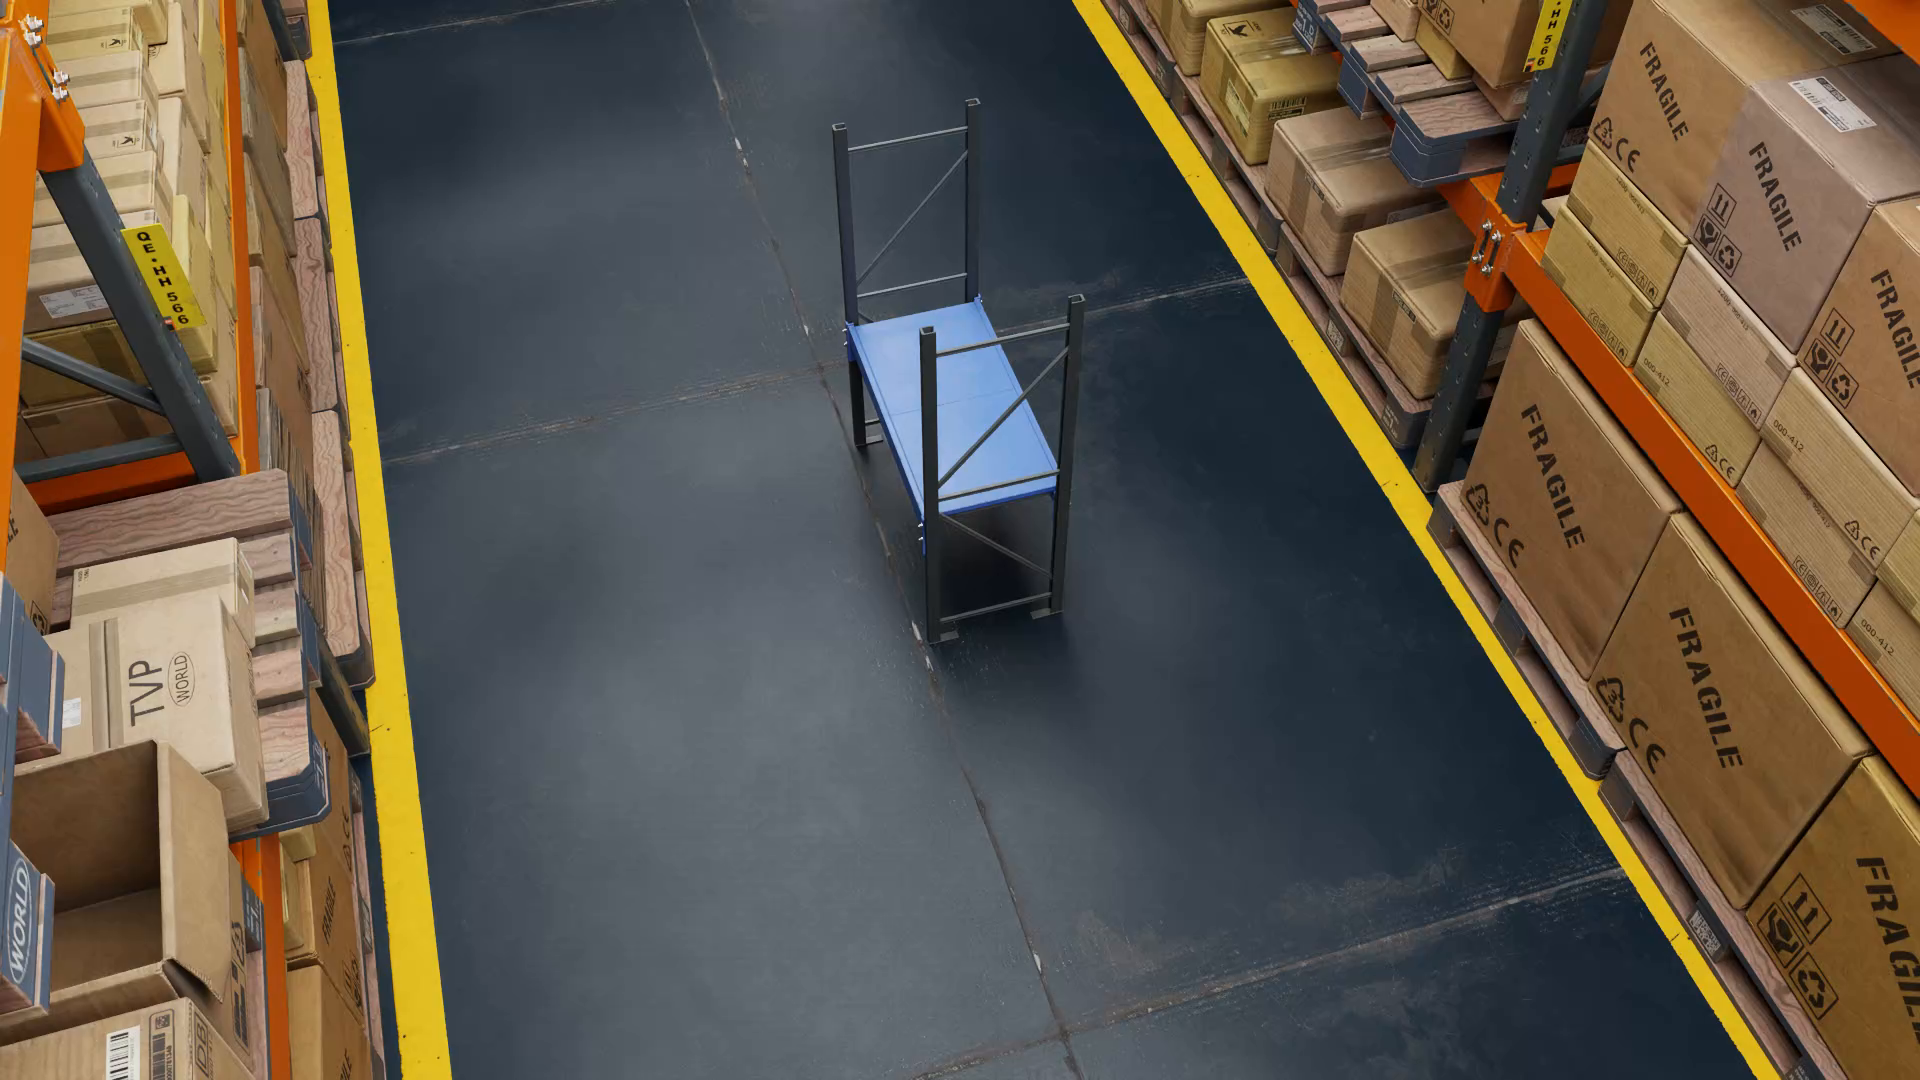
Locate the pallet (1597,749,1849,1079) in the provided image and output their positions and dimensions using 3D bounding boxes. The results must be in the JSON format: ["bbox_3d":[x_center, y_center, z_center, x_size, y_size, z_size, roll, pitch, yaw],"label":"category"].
[{"bbox_3d":[2.767,1.085,5.197,1.003,0.211,1.213,-13,51,-11],"label":"pallet"}]

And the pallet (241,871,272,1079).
[{"bbox_3d":[-1.912,1.310,3.309,1.003,0.211,1.213,-13,51,-11],"label":"pallet"}]

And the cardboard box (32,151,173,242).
[{"bbox_3d":[-2.385,-0.907,4.563,0.380,0.149,0.250,-12,51,-10],"label":"cardboard box"}]

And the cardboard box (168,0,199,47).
[{"bbox_3d":[-2.850,-1.783,5.562,0.500,0.250,0.500,-13,51,-10],"label":"cardboard box"}]

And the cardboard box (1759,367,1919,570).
[{"bbox_3d":[2.450,-0.239,4.260,0.500,0.250,0.500,-13,51,-11],"label":"cardboard box"}]

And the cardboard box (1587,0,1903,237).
[{"bbox_3d":[2.161,-1.235,4.610,0.500,0.500,0.500,-15,51,-12],"label":"cardboard box"}]

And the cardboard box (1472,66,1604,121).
[{"bbox_3d":[1.927,-1.537,5.473,0.380,0.149,0.250,-12,51,-10],"label":"cardboard box"}]

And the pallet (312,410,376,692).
[{"bbox_3d":[-2.698,0.117,6.013,1.003,0.211,1.213,-13,51,-11],"label":"pallet"}]

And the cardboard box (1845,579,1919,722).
[{"bbox_3d":[2.621,0.282,4.149,0.500,0.250,0.500,-13,51,-11],"label":"cardboard box"}]

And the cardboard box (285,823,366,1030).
[{"bbox_3d":[-2.024,1.127,4.698,0.500,0.500,0.500,-14,51,-12],"label":"cardboard box"}]

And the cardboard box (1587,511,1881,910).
[{"bbox_3d":[2.633,0.429,5.042,0.875,0.875,0.875,-13,51,-11],"label":"cardboard box"}]

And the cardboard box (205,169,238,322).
[{"bbox_3d":[-2.534,-0.871,5.120,0.500,0.250,0.500,-14,51,-12],"label":"cardboard box"}]

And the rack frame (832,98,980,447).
[{"bbox_3d":[-0.176,-0.917,6.042,0.500,1.500,0.032,-13,51,-11],"label":"rack frame"}]

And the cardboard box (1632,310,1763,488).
[{"bbox_3d":[2.322,-0.463,4.776,0.500,0.250,0.500,-15,51,-12],"label":"cardboard box"}]

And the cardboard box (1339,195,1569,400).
[{"bbox_3d":[2.091,-1.000,6.575,0.950,0.372,0.625,-16,52,-13],"label":"cardboard box"}]

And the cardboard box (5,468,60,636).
[{"bbox_3d":[-2.489,0.072,3.887,0.500,0.500,0.500,-11,51,-9],"label":"cardboard box"}]

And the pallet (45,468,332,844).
[{"bbox_3d":[-2.224,0.370,4.102,1.213,0.211,1.003,-13,51,-11],"label":"pallet"}]

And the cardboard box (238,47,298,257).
[{"bbox_3d":[-3.288,-1.516,6.844,0.875,0.625,0.625,-14,51,-11],"label":"cardboard box"}]

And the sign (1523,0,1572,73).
[{"bbox_3d":[1.733,-1.514,4.859,0.100,0.325,0.005,-13,51,-11],"label":"sign"}]

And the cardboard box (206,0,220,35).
[{"bbox_3d":[-3.004,-2.000,6.072,0.500,0.250,0.500,-13,51,-11],"label":"cardboard box"}]

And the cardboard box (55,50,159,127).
[{"bbox_3d":[-2.575,-1.277,4.875,0.380,0.149,0.250,-13,51,-11],"label":"cardboard box"}]

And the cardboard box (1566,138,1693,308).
[{"bbox_3d":[2.162,-0.983,4.888,0.500,0.250,0.500,-14,51,-11],"label":"cardboard box"}]

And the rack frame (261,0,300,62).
[{"bbox_3d":[-3.675,-3.093,6.895,1.000,3.000,0.127,-13,51,-11],"label":"rack frame"}]

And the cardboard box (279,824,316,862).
[{"bbox_3d":[-1.994,0.786,4.562,0.380,0.149,0.250,-16,52,-13],"label":"cardboard box"}]

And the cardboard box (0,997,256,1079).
[{"bbox_3d":[-1.624,1.227,2.913,0.700,0.500,0.500,-14,51,-11],"label":"cardboard box"}]

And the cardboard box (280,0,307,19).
[{"bbox_3d":[-3.502,-2.770,8.147,0.500,0.250,0.500,-13,51,-11],"label":"cardboard box"}]

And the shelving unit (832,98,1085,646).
[{"bbox_3d":[-0.025,-0.546,5.729,0.538,1.500,1.048,-13,51,-11],"label":"shelving unit"}]

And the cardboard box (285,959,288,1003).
[{"bbox_3d":[-1.923,1.191,4.220,0.380,0.149,0.250,-12,51,-10],"label":"cardboard box"}]

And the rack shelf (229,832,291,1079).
[{"bbox_3d":[-1.901,1.521,3.476,1.077,0.370,4.000,-13,51,-11],"label":"rack shelf"}]

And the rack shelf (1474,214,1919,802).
[{"bbox_3d":[2.840,0.396,4.424,1.077,0.370,4.000,-13,51,-11],"label":"rack shelf"}]

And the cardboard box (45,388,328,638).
[{"bbox_3d":[-2.663,0.000,5.566,0.875,0.625,0.625,-12,51,-10],"label":"cardboard box"}]

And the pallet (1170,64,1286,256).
[{"bbox_3d":[1.662,-1.858,7.678,1.003,0.211,1.213,-13,51,-11],"label":"pallet"}]

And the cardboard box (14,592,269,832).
[{"bbox_3d":[-1.871,0.439,3.741,0.500,0.250,0.500,-15,52,-13],"label":"cardboard box"}]

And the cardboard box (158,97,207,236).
[{"bbox_3d":[-2.537,-1.029,4.927,0.500,0.250,0.500,-12,51,-10],"label":"cardboard box"}]

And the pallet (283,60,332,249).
[{"bbox_3d":[-3.420,-1.665,7.515,1.003,0.211,1.213,-13,51,-11],"label":"pallet"}]

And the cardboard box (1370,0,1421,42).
[{"bbox_3d":[1.661,-1.890,5.771,0.380,0.149,0.250,-14,51,-11],"label":"cardboard box"}]

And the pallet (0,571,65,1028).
[{"bbox_3d":[-1.745,0.595,1.947,1.213,0.211,1.003,-13,51,-11],"label":"pallet"}]

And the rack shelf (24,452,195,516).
[{"bbox_3d":[-3.083,-1.463,5.864,0.919,0.124,3.809,-13,51,-11],"label":"rack shelf"}]

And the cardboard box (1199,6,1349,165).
[{"bbox_3d":[1.646,-2.092,7.496,0.950,0.372,0.625,-12,51,-10],"label":"cardboard box"}]
